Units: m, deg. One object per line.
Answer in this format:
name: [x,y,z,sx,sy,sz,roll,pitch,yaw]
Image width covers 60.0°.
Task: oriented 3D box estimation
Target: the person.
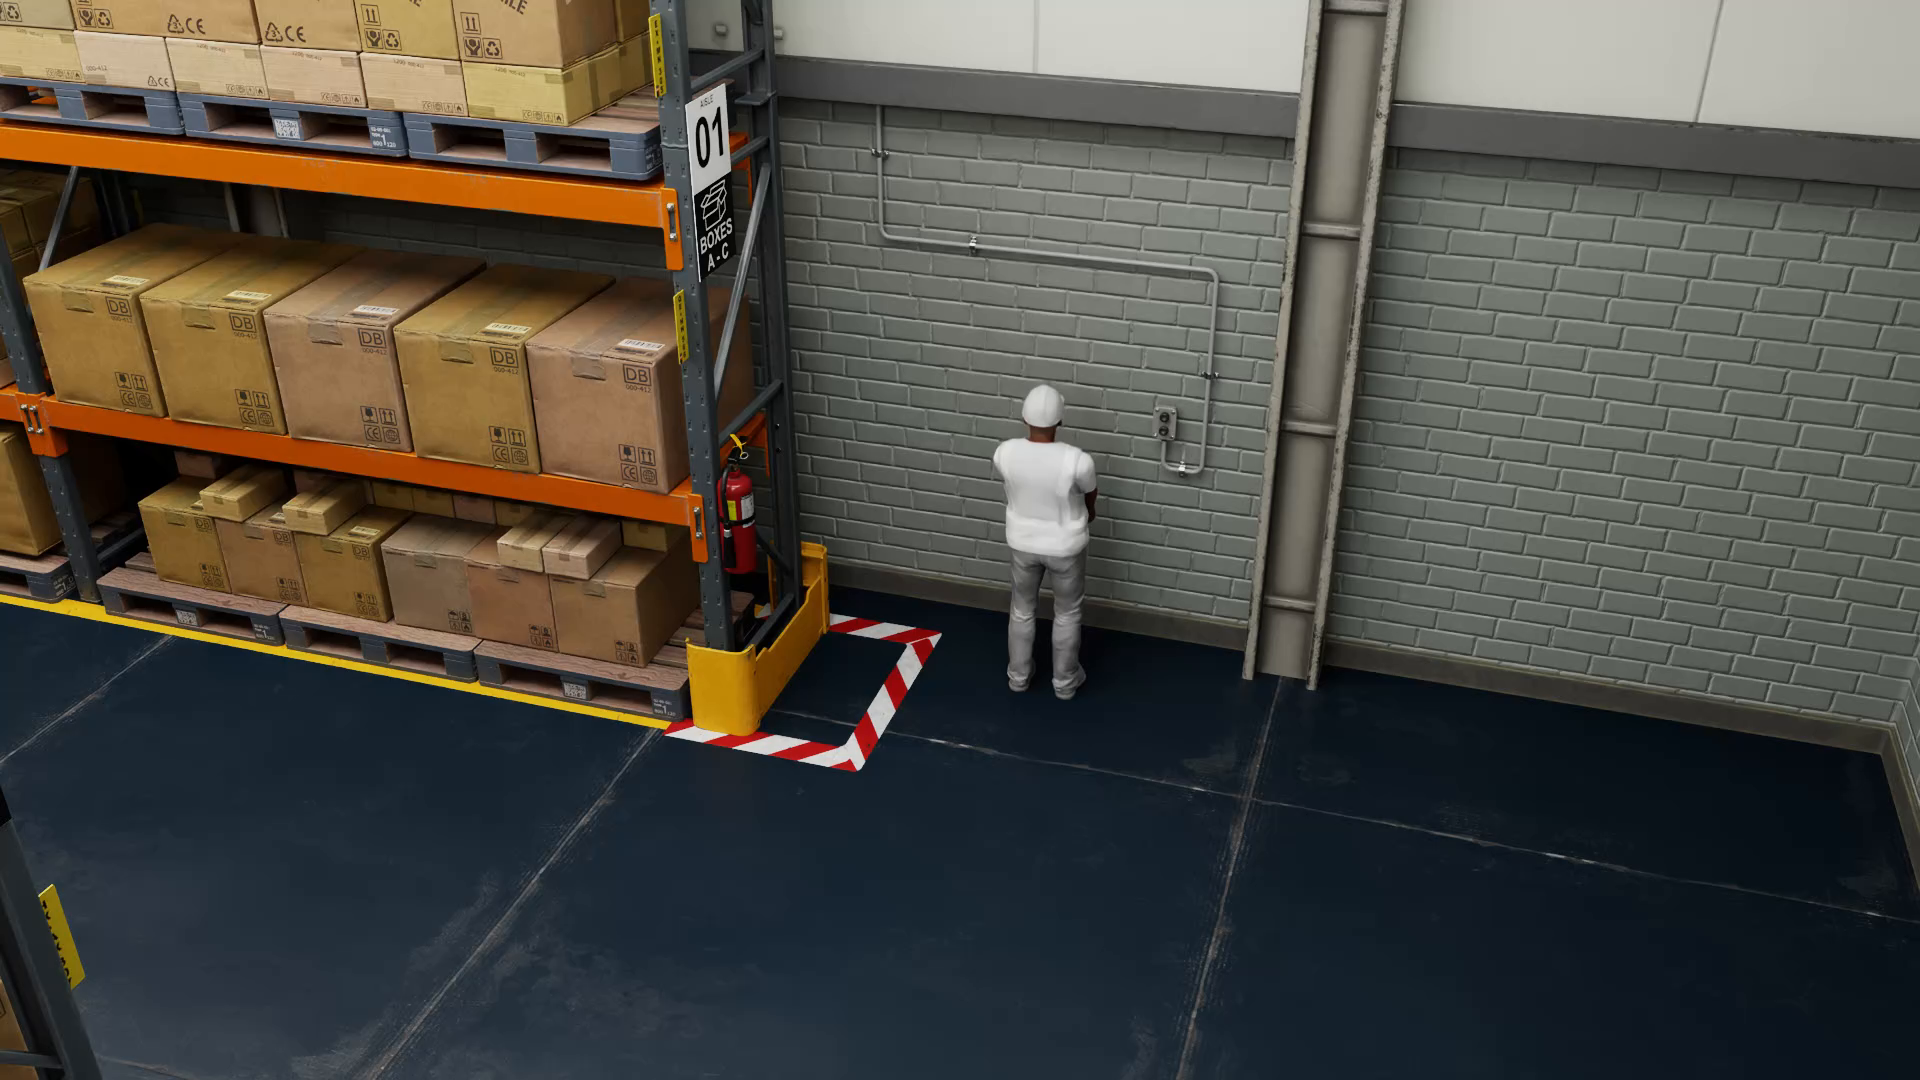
person: [0.461,-0.036,8.555,0.503,1.760,0.586,9,30,16]
